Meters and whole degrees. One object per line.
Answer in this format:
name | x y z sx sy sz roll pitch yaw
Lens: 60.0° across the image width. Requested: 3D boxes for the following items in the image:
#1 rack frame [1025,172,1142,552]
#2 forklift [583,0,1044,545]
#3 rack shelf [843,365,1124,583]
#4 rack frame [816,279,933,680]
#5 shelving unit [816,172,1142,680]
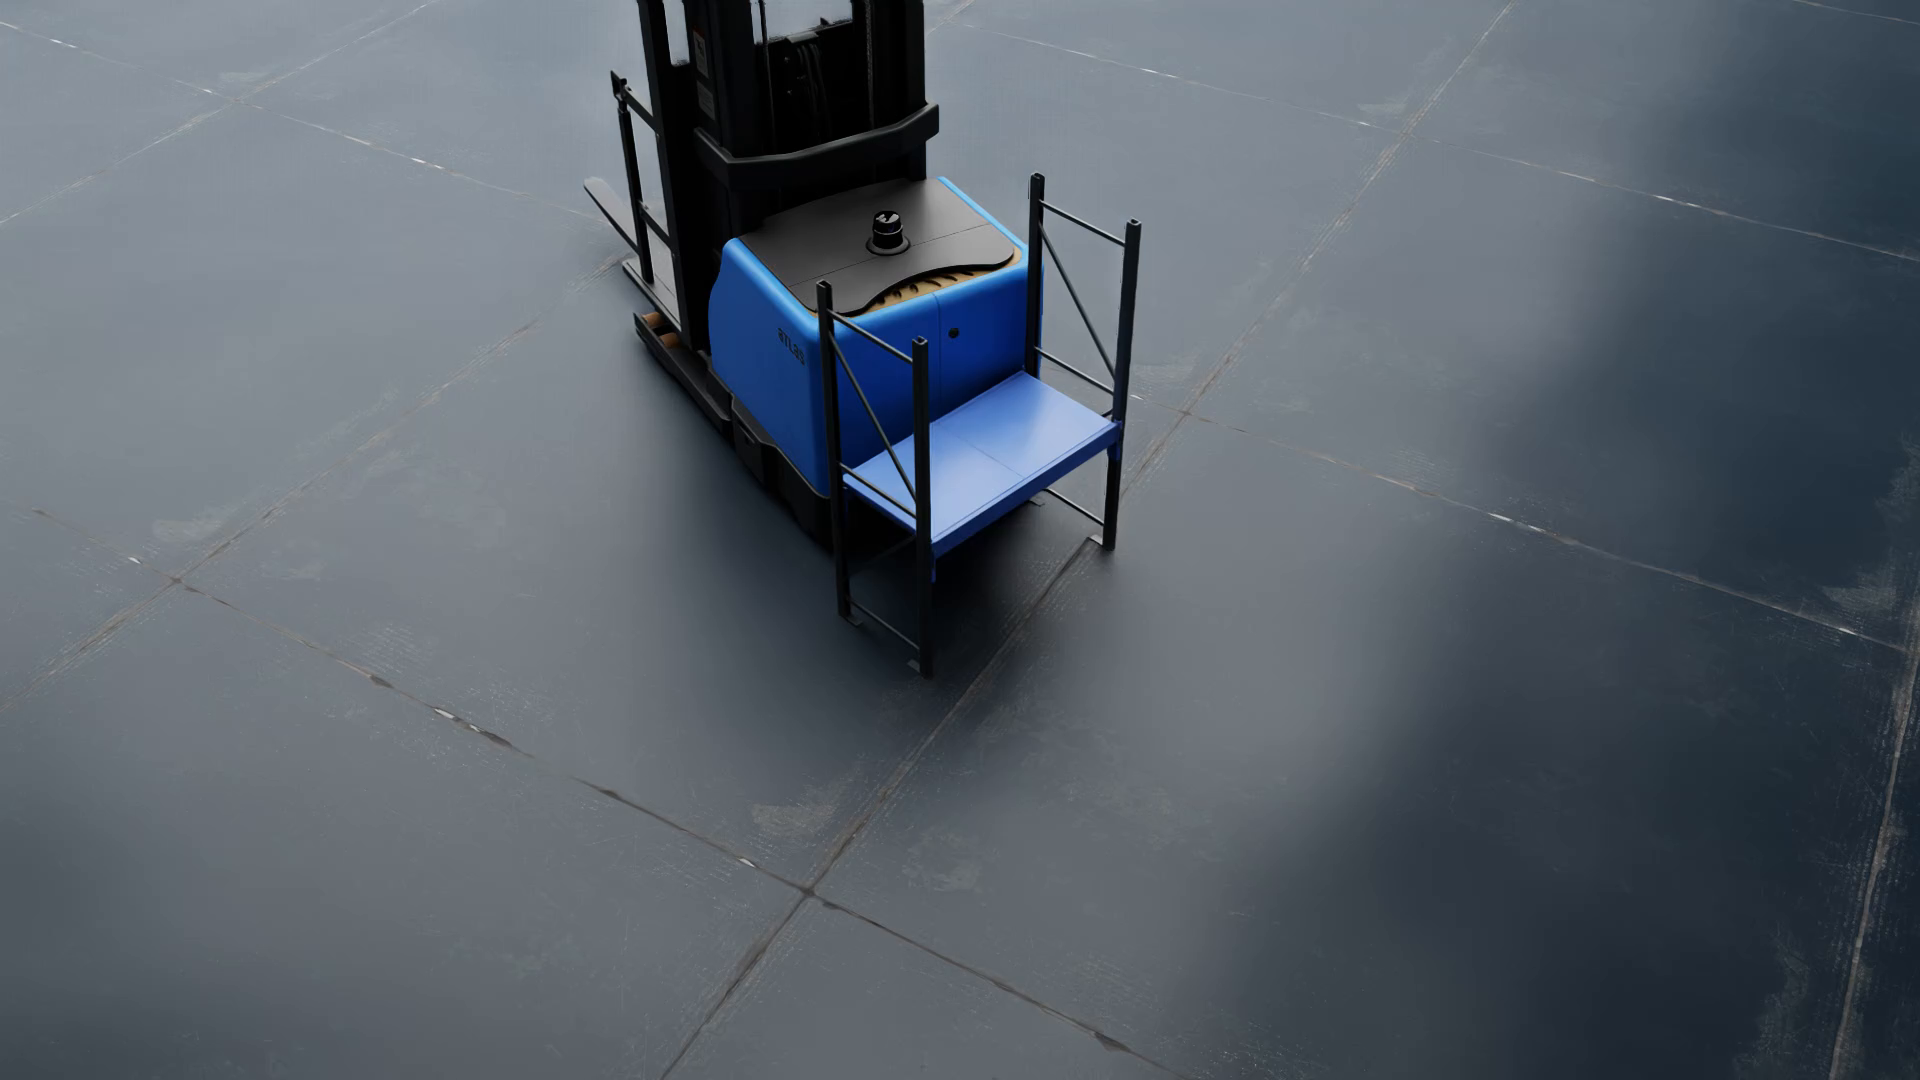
rack frame | 0.439 -0.640 6.342 0.032 1.500 0.500 -33 51 -32
forklift | -0.855 -2.031 6.838 1.130 2.935 3.031 -22 46 -23
rack shelf | 0.077 -0.269 6.193 1.000 0.185 0.538 -33 51 -32
rack frame | -0.285 -0.168 5.806 0.032 1.500 0.500 -33 51 -32
shelving unit | 0.077 -0.404 6.074 1.048 1.500 0.538 -33 51 -32
